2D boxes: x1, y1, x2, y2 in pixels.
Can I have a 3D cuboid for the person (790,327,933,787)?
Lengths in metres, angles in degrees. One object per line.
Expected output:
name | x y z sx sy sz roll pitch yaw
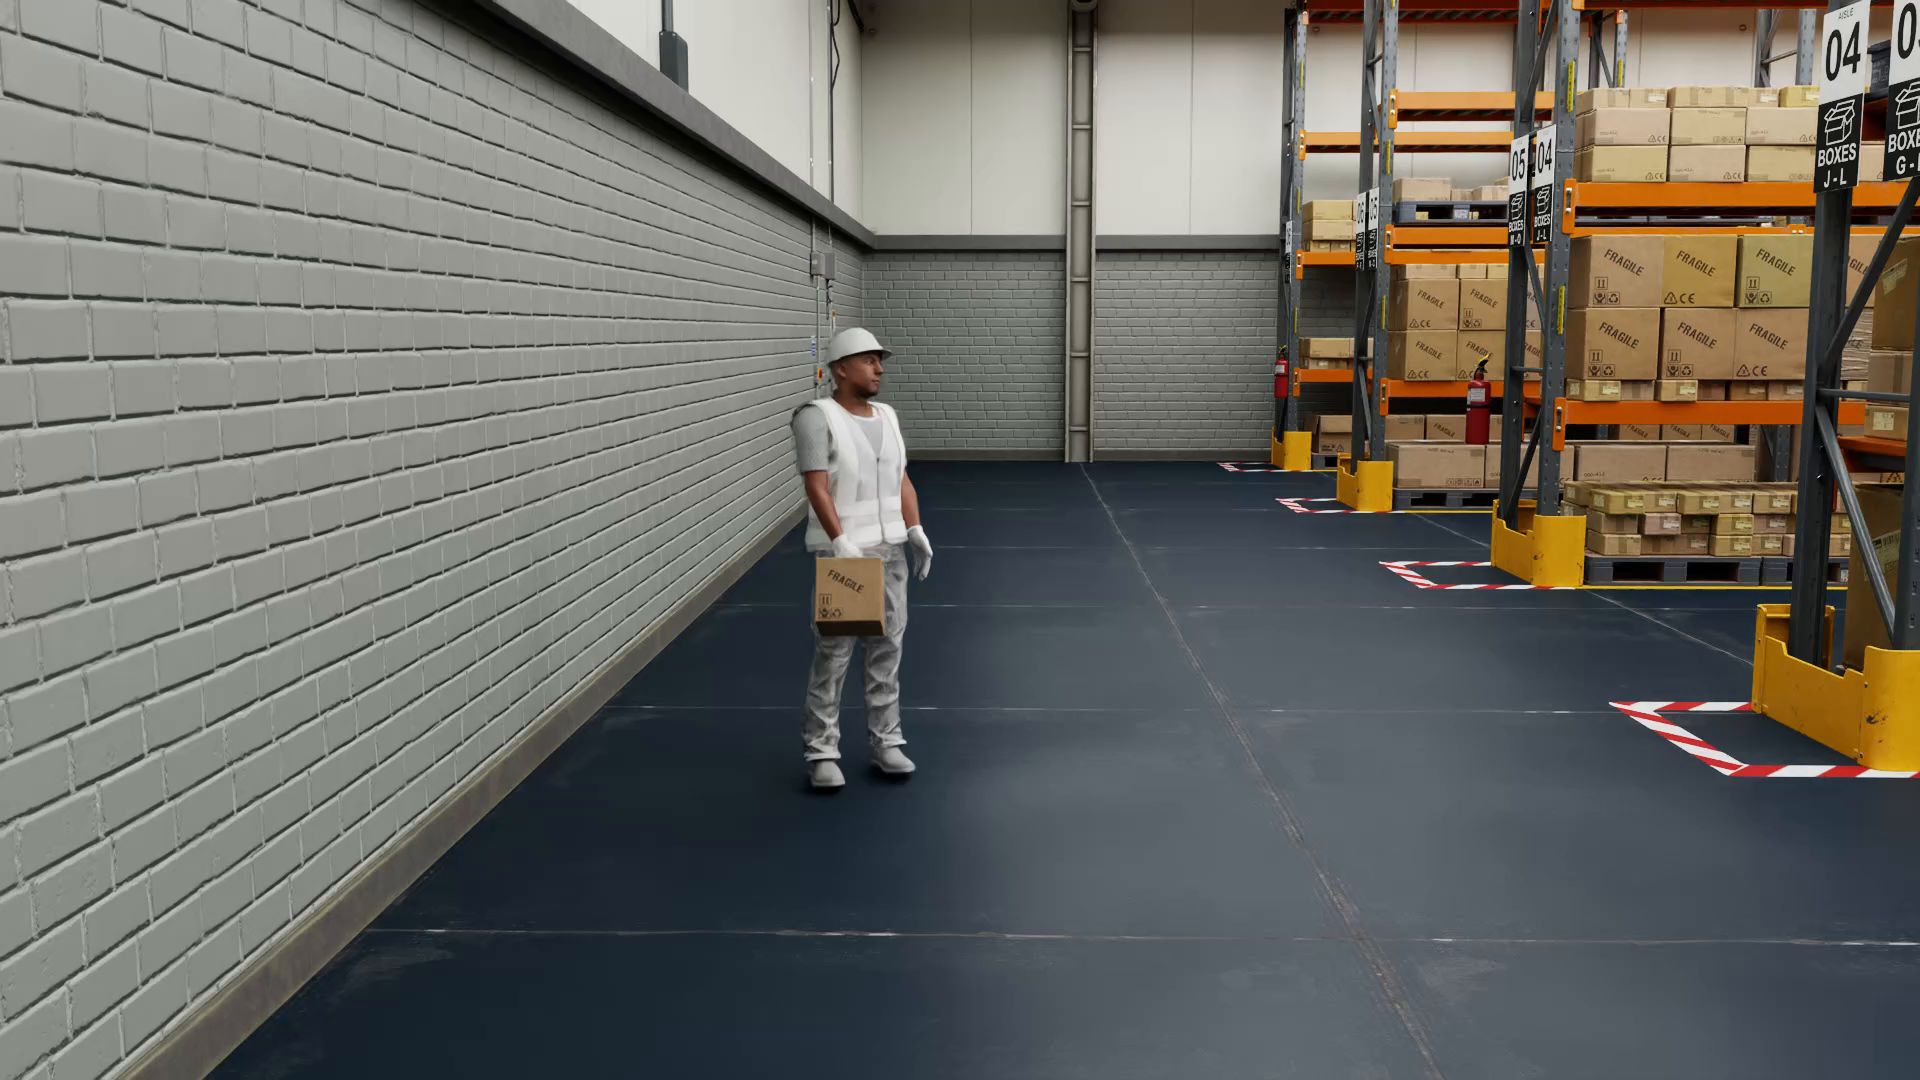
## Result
person | -0.404 0.056 6.619 0.472 1.791 0.610 7 10 44
